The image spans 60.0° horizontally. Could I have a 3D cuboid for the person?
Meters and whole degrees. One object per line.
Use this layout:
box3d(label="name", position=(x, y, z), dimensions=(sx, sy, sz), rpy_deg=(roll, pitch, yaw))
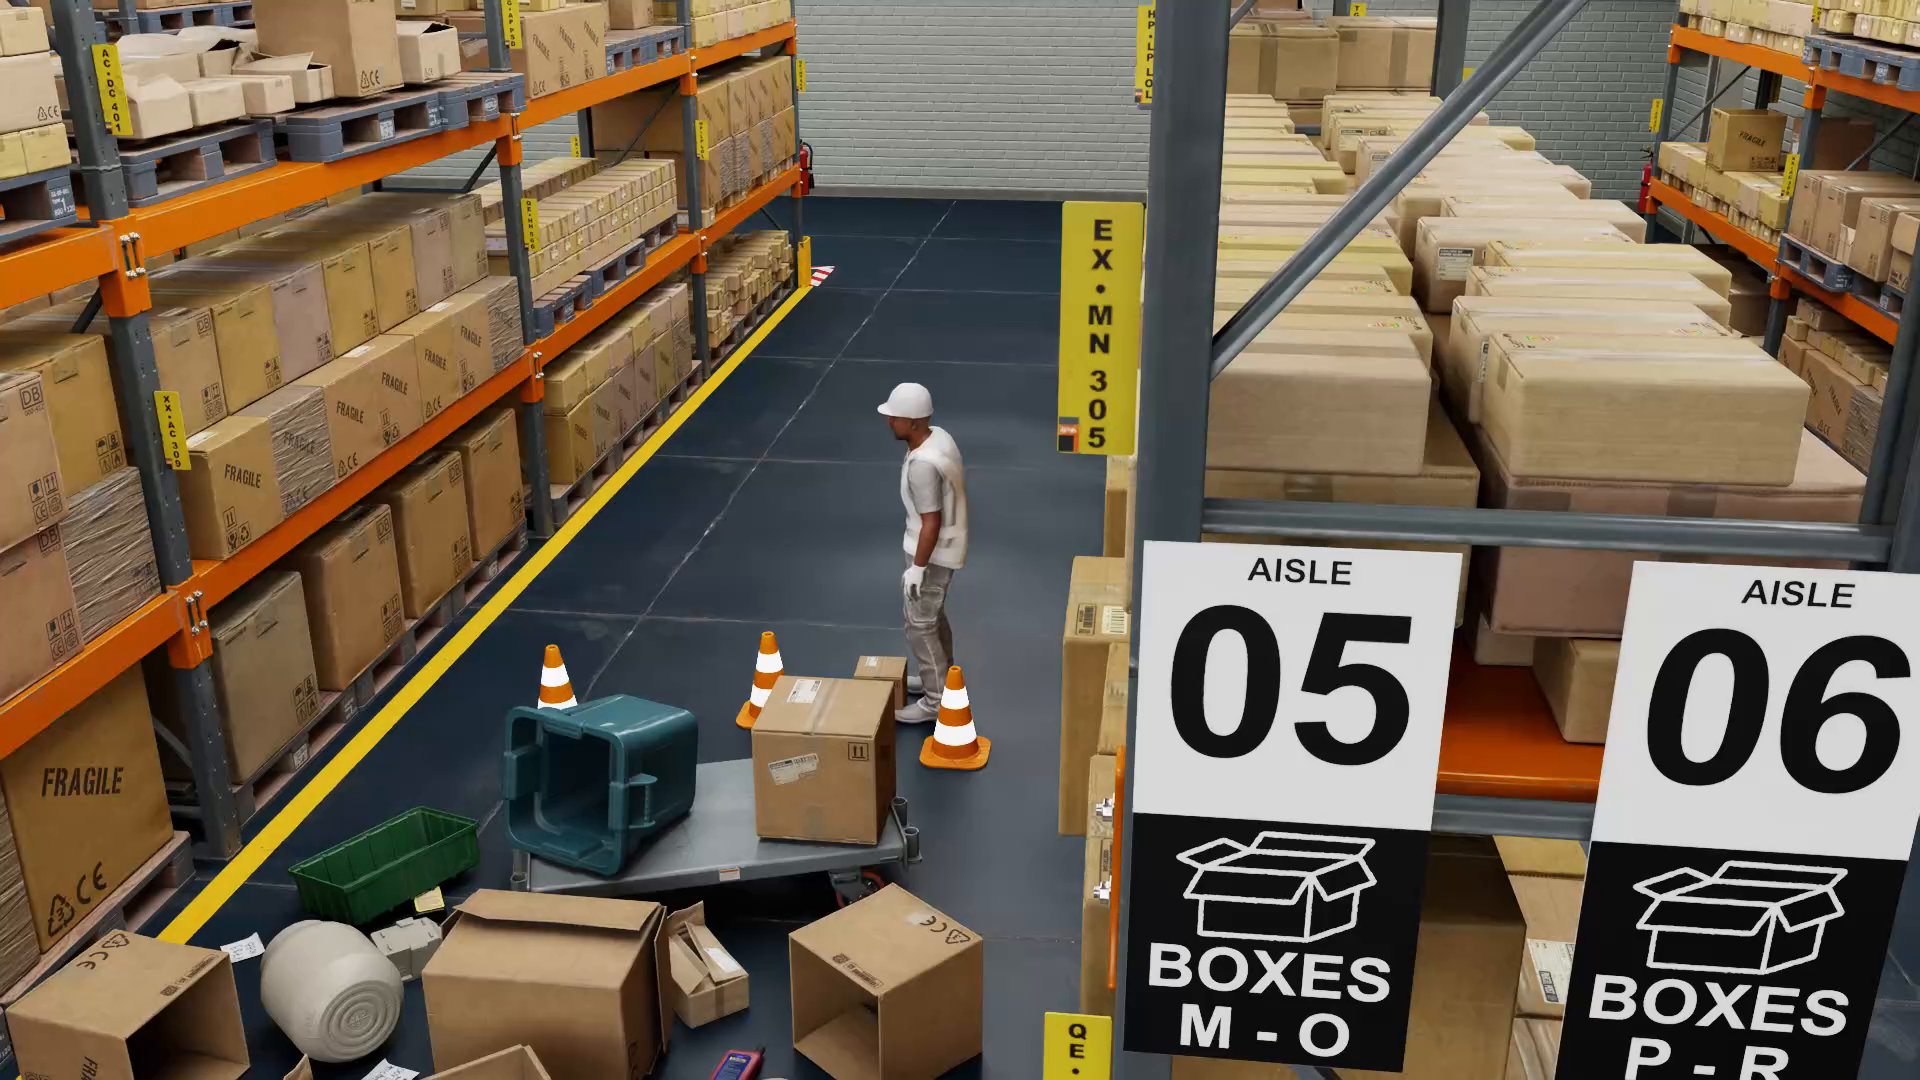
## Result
box3d(label="person", position=(-0.178, 0.062, 8.404), dimensions=(0.447, 1.775, 0.633), rpy_deg=(1, 21, 3))
